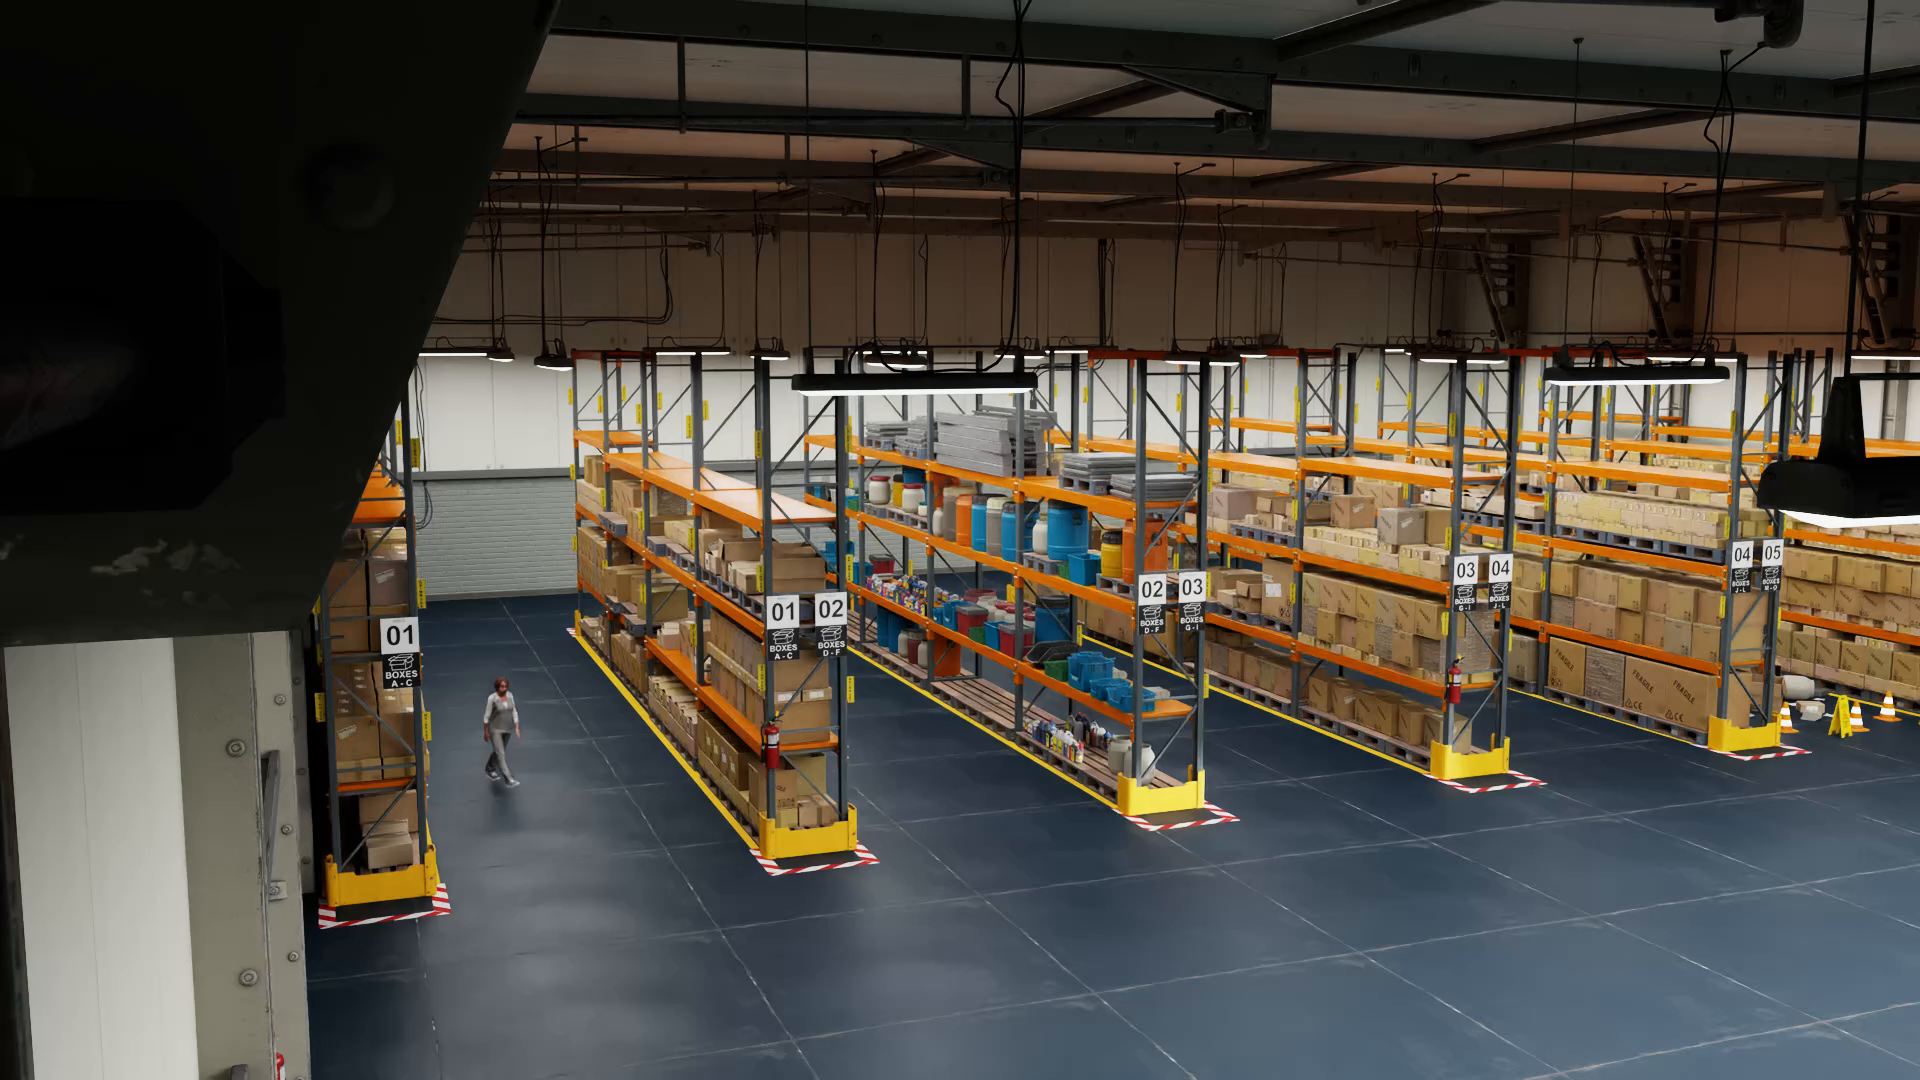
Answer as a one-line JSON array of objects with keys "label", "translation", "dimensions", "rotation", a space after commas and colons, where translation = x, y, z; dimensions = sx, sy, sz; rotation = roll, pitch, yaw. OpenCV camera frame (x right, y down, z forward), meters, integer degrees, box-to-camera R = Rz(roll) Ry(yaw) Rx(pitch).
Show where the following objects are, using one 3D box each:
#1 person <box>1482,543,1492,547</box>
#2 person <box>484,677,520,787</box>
[{"label": "person", "translation": [11.575, 0.957, 36.316], "dimensions": [0.544, 1.786, 0.557], "rotation": [-6, 10, -42]}, {"label": "person", "translation": [-6.375, 2.666, 23.216], "dimensions": [1.021, 1.533, 0.429], "rotation": [5, 9, 37]}]
